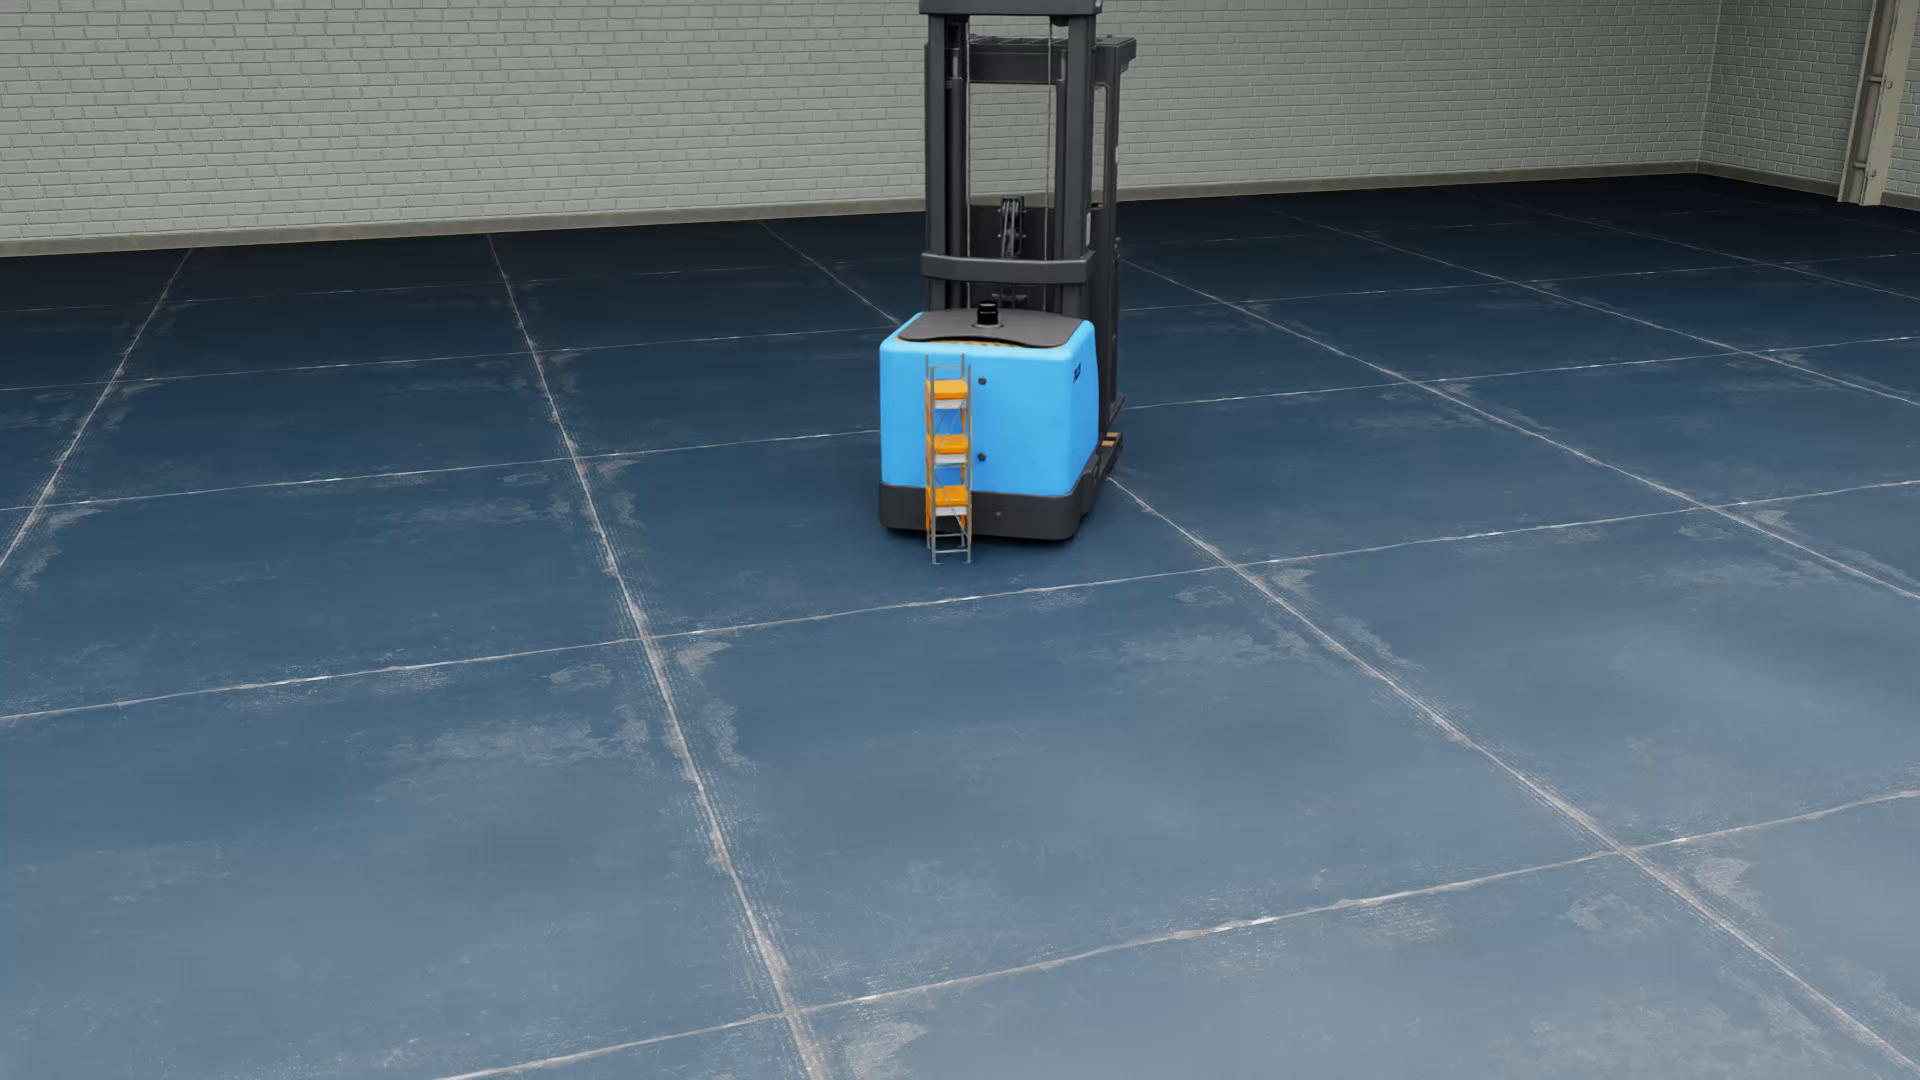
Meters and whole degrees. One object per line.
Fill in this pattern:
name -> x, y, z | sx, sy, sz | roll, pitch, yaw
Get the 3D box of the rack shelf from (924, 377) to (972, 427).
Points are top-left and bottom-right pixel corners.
rack shelf -> -0.060, -0.668, 8.414 | 0.215, 0.259, 0.240 | -2, 20, -7

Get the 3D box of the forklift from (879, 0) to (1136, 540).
forklift -> 0.398, -1.841, 9.707 | 1.130, 2.935, 3.031 | 4, 20, 12

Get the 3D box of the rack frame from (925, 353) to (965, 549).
rack frame -> -0.076, -0.451, 8.620 | 0.200, 1.050, 0.008 | -2, 20, -7

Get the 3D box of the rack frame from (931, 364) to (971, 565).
rack frame -> -0.044, -0.370, 8.392 | 0.200, 1.050, 0.008 | -2, 20, -7

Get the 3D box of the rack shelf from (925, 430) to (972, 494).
rack shelf -> -0.060, -0.401, 8.510 | 0.215, 0.259, 0.240 | -2, 20, -7

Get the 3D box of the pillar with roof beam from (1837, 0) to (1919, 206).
pillar with roof beam -> 6.990, -7.932, 17.687 | 9.100, 9.000, 0.400 | -6, 21, -17

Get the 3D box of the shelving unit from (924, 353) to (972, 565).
shelving unit -> -0.060, -0.411, 8.506 | 0.215, 1.050, 0.252 | -2, 20, -7

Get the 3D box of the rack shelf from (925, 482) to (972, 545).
rack shelf -> -0.060, -0.139, 8.604 | 0.215, 0.259, 0.240 | -2, 20, -7
